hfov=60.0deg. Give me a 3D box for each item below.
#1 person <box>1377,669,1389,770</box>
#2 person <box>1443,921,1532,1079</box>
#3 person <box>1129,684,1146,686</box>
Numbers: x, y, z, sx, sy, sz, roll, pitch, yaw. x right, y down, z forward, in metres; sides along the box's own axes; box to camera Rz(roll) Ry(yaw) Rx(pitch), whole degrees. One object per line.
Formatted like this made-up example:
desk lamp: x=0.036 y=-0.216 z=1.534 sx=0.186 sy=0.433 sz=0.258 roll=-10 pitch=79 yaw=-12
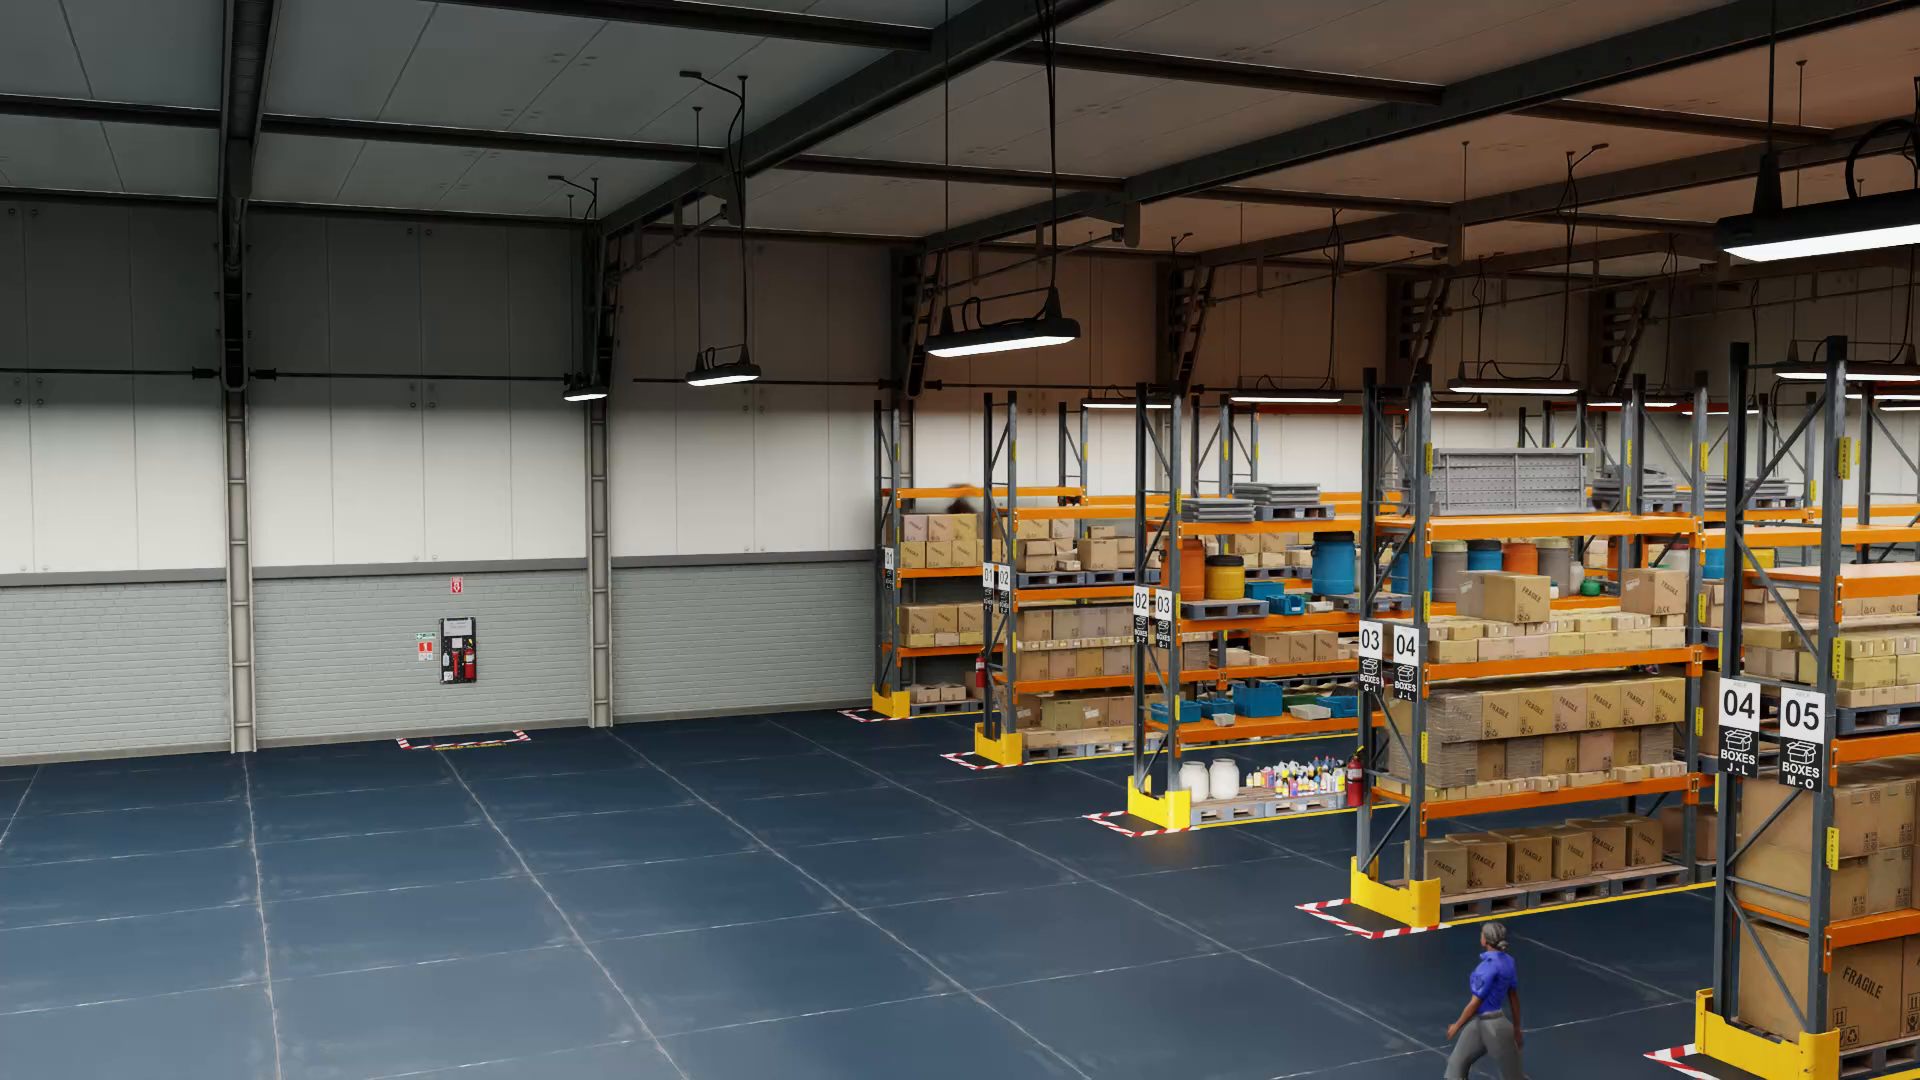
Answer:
person: x=6.532 y=2.755 z=26.243 sx=0.625 sy=1.771 sz=0.470 roll=-1 pitch=3 yaw=-18
person: x=3.919 y=3.630 z=12.402 sx=1.056 sy=1.580 sz=0.425 roll=0 pitch=3 yaw=5
person: x=3.350 y=2.410 z=31.886 sx=0.594 sy=1.801 sz=0.402 roll=-1 pitch=4 yaw=-19
